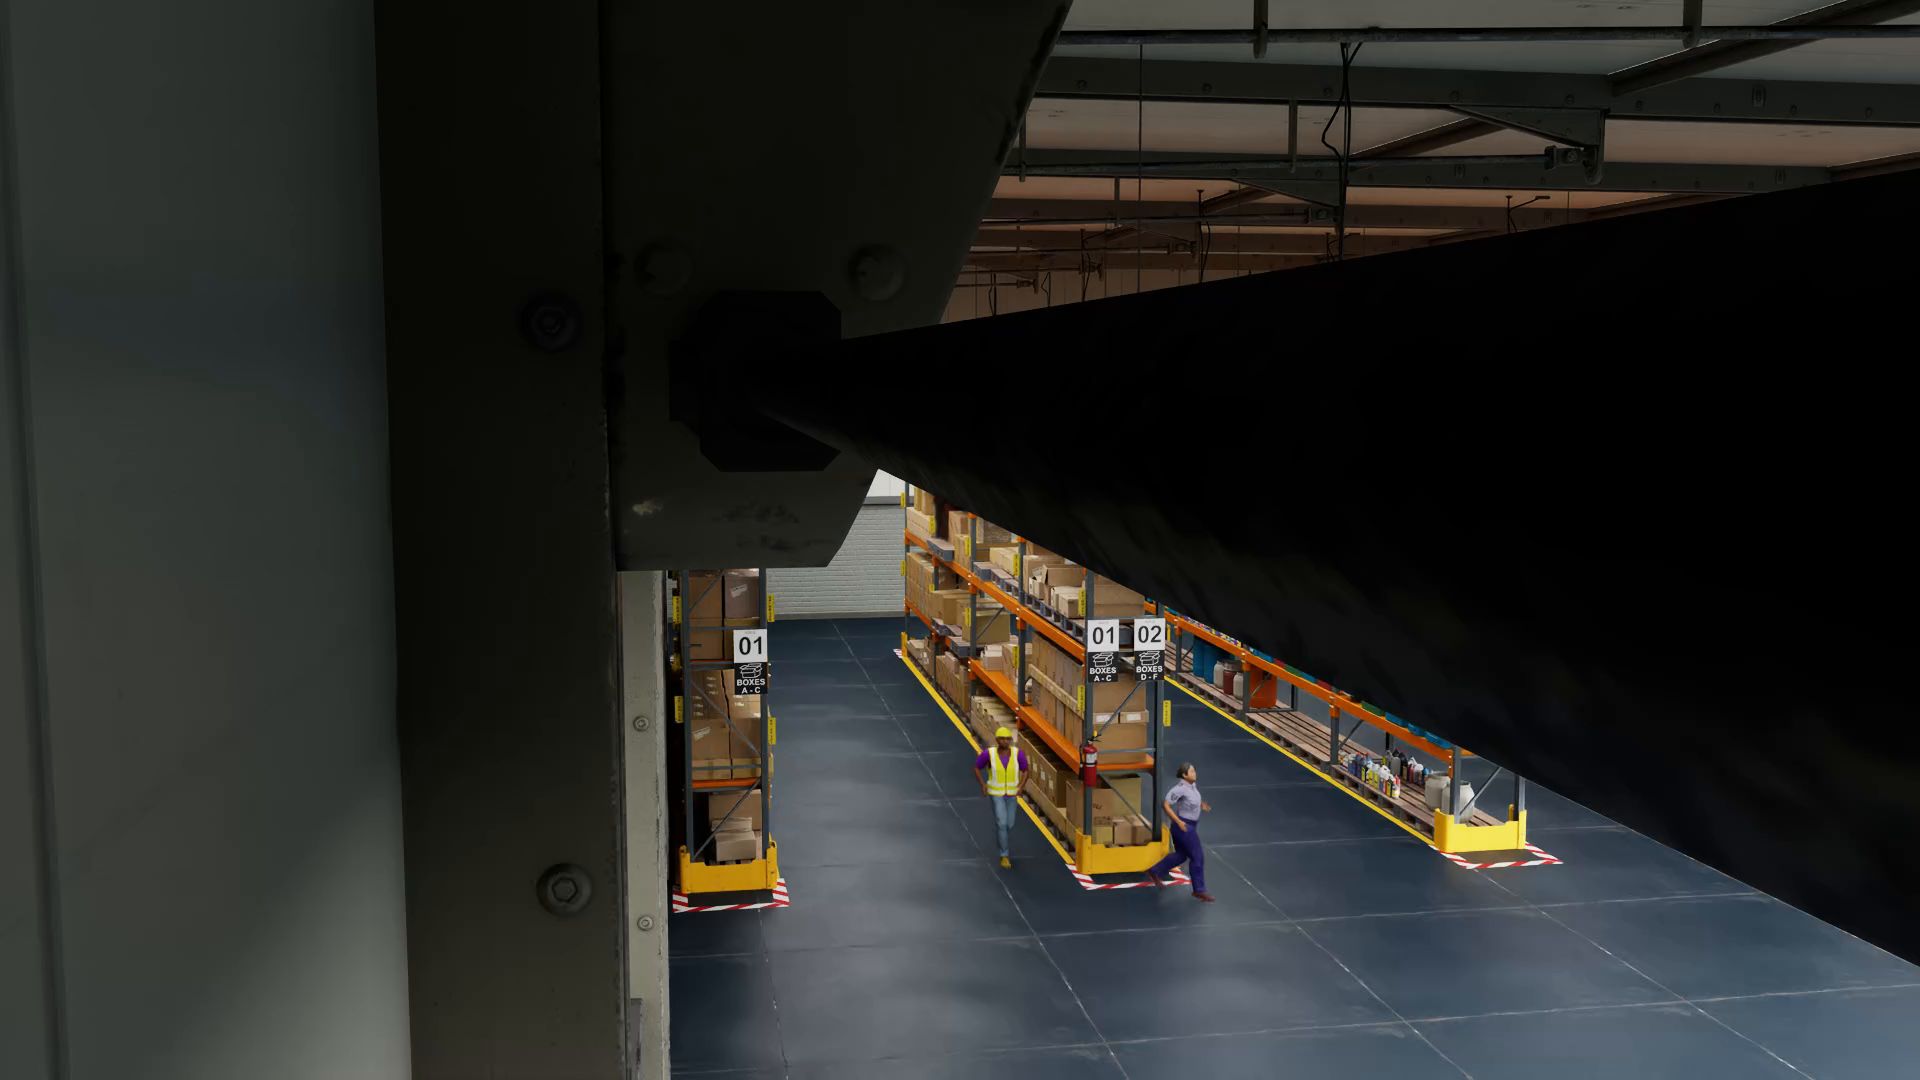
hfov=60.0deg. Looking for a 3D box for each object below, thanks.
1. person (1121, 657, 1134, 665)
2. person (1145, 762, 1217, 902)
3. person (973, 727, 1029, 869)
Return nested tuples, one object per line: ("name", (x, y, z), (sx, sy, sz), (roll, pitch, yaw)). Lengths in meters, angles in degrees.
("person", (2.854, 2.422, 29.421), (0.684, 1.765, 0.884), (-2, 6, -21))
("person", (2.648, 3.463, 19.860), (0.868, 1.667, 0.593), (1, 6, 14))
("person", (0.541, 3.256, 21.366), (0.707, 1.763, 0.836), (-1, 6, -12))
